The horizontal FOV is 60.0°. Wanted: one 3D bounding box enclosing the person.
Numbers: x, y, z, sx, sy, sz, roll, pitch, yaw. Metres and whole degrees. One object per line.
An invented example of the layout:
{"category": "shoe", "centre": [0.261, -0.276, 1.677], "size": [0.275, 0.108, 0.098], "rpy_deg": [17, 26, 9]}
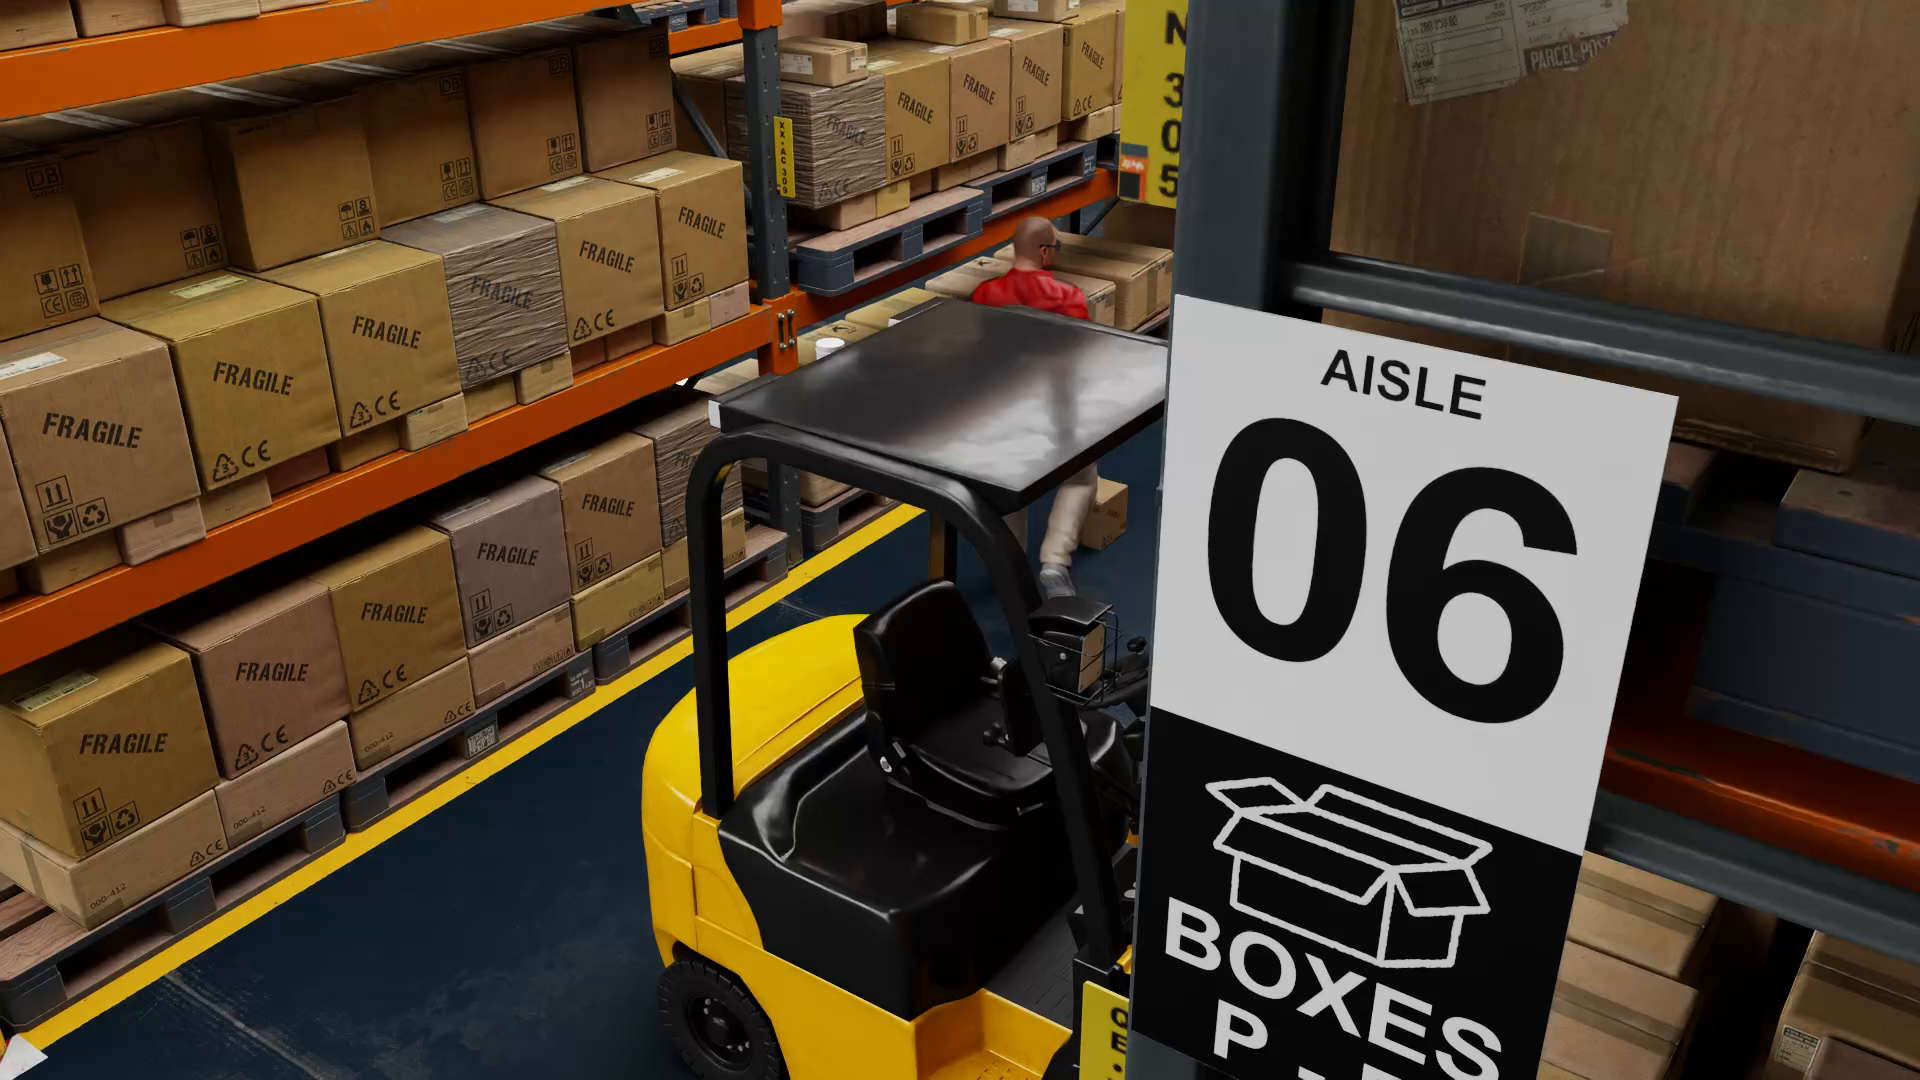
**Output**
{"category": "person", "centre": [0.314, -0.549, 7.178], "size": [0.589, 1.721, 0.655], "rpy_deg": [8, 28, 15]}
